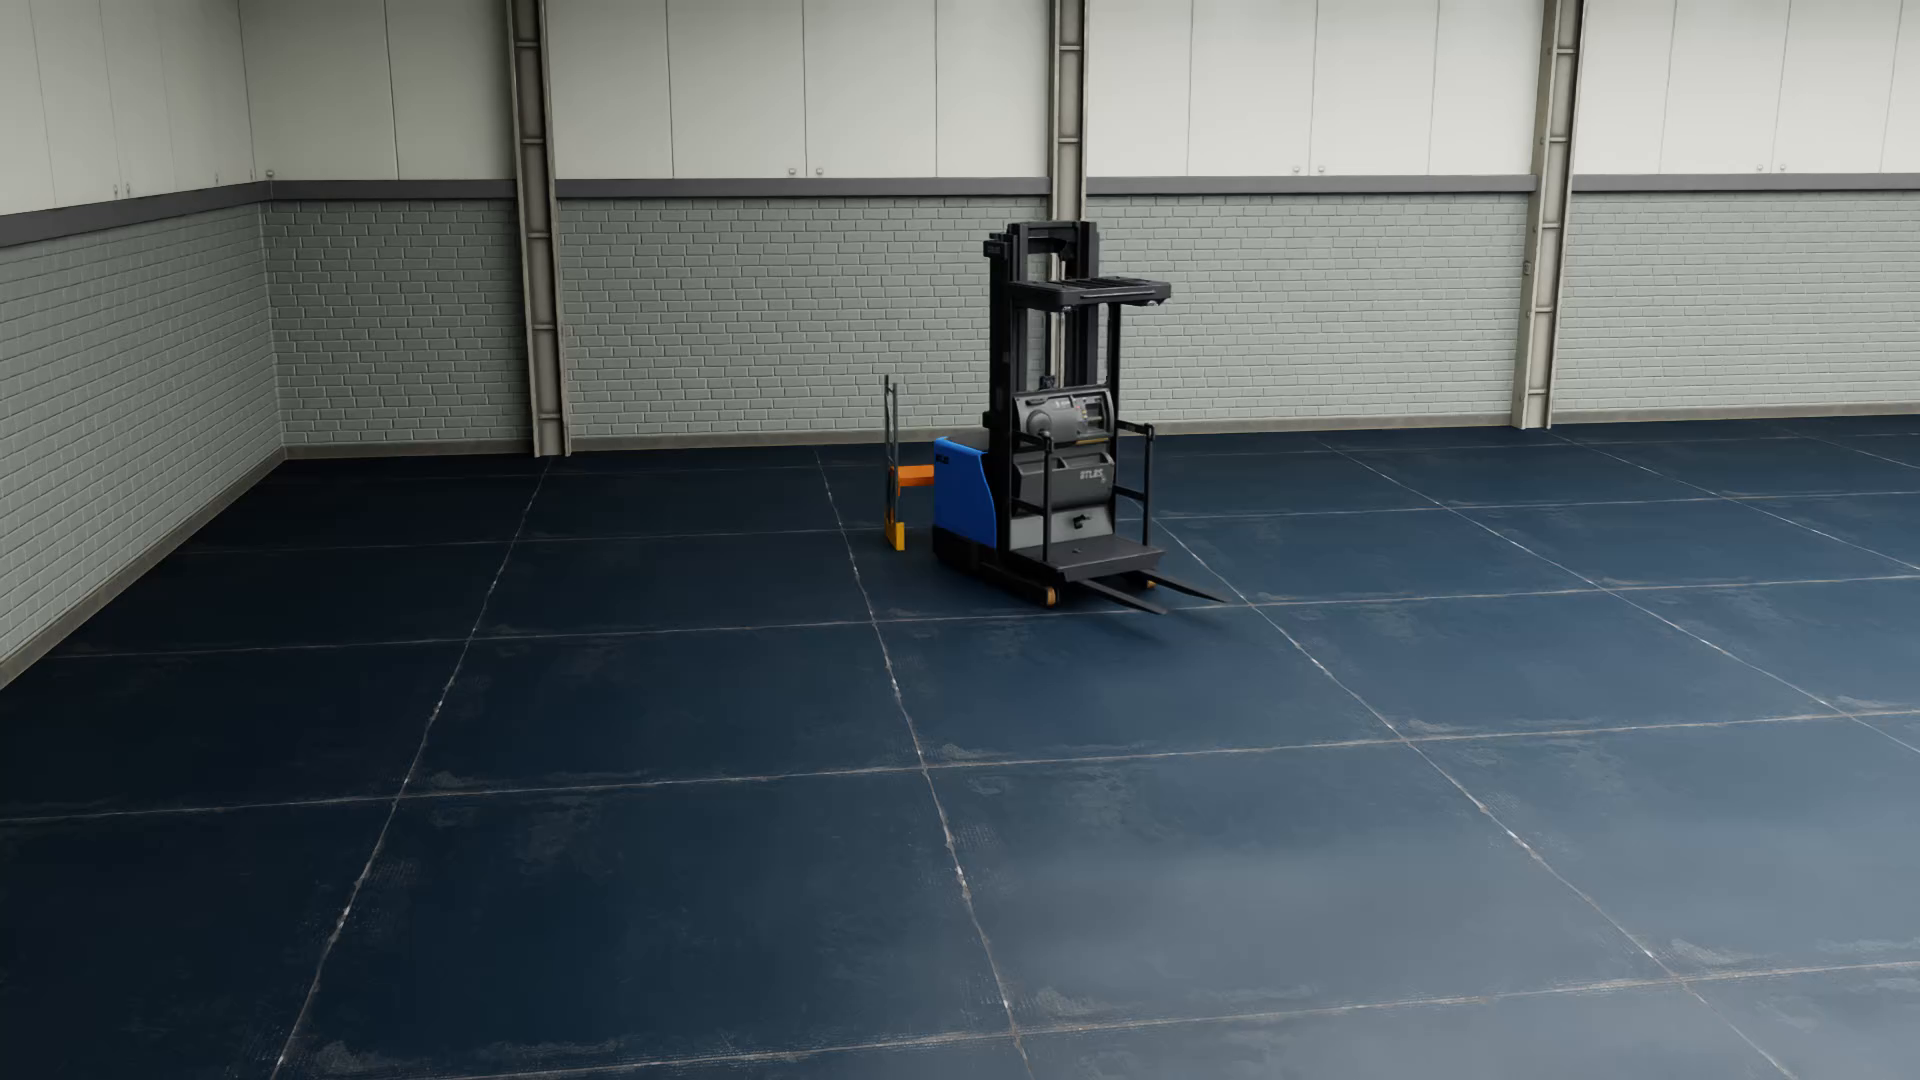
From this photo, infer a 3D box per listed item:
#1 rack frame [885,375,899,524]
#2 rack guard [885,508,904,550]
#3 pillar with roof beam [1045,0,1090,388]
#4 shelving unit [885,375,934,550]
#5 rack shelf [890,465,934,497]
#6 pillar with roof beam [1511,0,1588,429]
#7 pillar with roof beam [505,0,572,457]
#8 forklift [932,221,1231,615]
[{"bbox_3d":[-0.615,-0.707,14.957,0.032,1.500,0.500,-3,14,-12],"label":"rack frame"},{"bbox_3d":[-0.596,-0.101,15.113,0.087,0.250,0.587,-3,14,-12],"label":"rack guard"},{"bbox_3d":[1.881,-4.539,14.821,0.400,9.000,9.100,-2,14,-8],"label":"pillar with roof beam"},{"bbox_3d":[-0.108,-0.733,15.061,1.083,1.500,0.587,-3,14,-12],"label":"shelving unit"},{"bbox_3d":[-0.117,-0.558,15.103,1.000,0.185,0.538,-3,14,-12],"label":"rack shelf"},{"bbox_3d":[7.814,-4.756,15.688,0.400,9.000,9.100,-2,14,-8],"label":"pillar with roof beam"},{"bbox_3d":[-4.052,-4.322,13.954,0.400,9.000,9.100,-2,14,-8],"label":"pillar with roof beam"},{"bbox_3d":[0.961,-1.021,13.269,1.130,2.935,3.031,-9,16,-31],"label":"forklift"}]
